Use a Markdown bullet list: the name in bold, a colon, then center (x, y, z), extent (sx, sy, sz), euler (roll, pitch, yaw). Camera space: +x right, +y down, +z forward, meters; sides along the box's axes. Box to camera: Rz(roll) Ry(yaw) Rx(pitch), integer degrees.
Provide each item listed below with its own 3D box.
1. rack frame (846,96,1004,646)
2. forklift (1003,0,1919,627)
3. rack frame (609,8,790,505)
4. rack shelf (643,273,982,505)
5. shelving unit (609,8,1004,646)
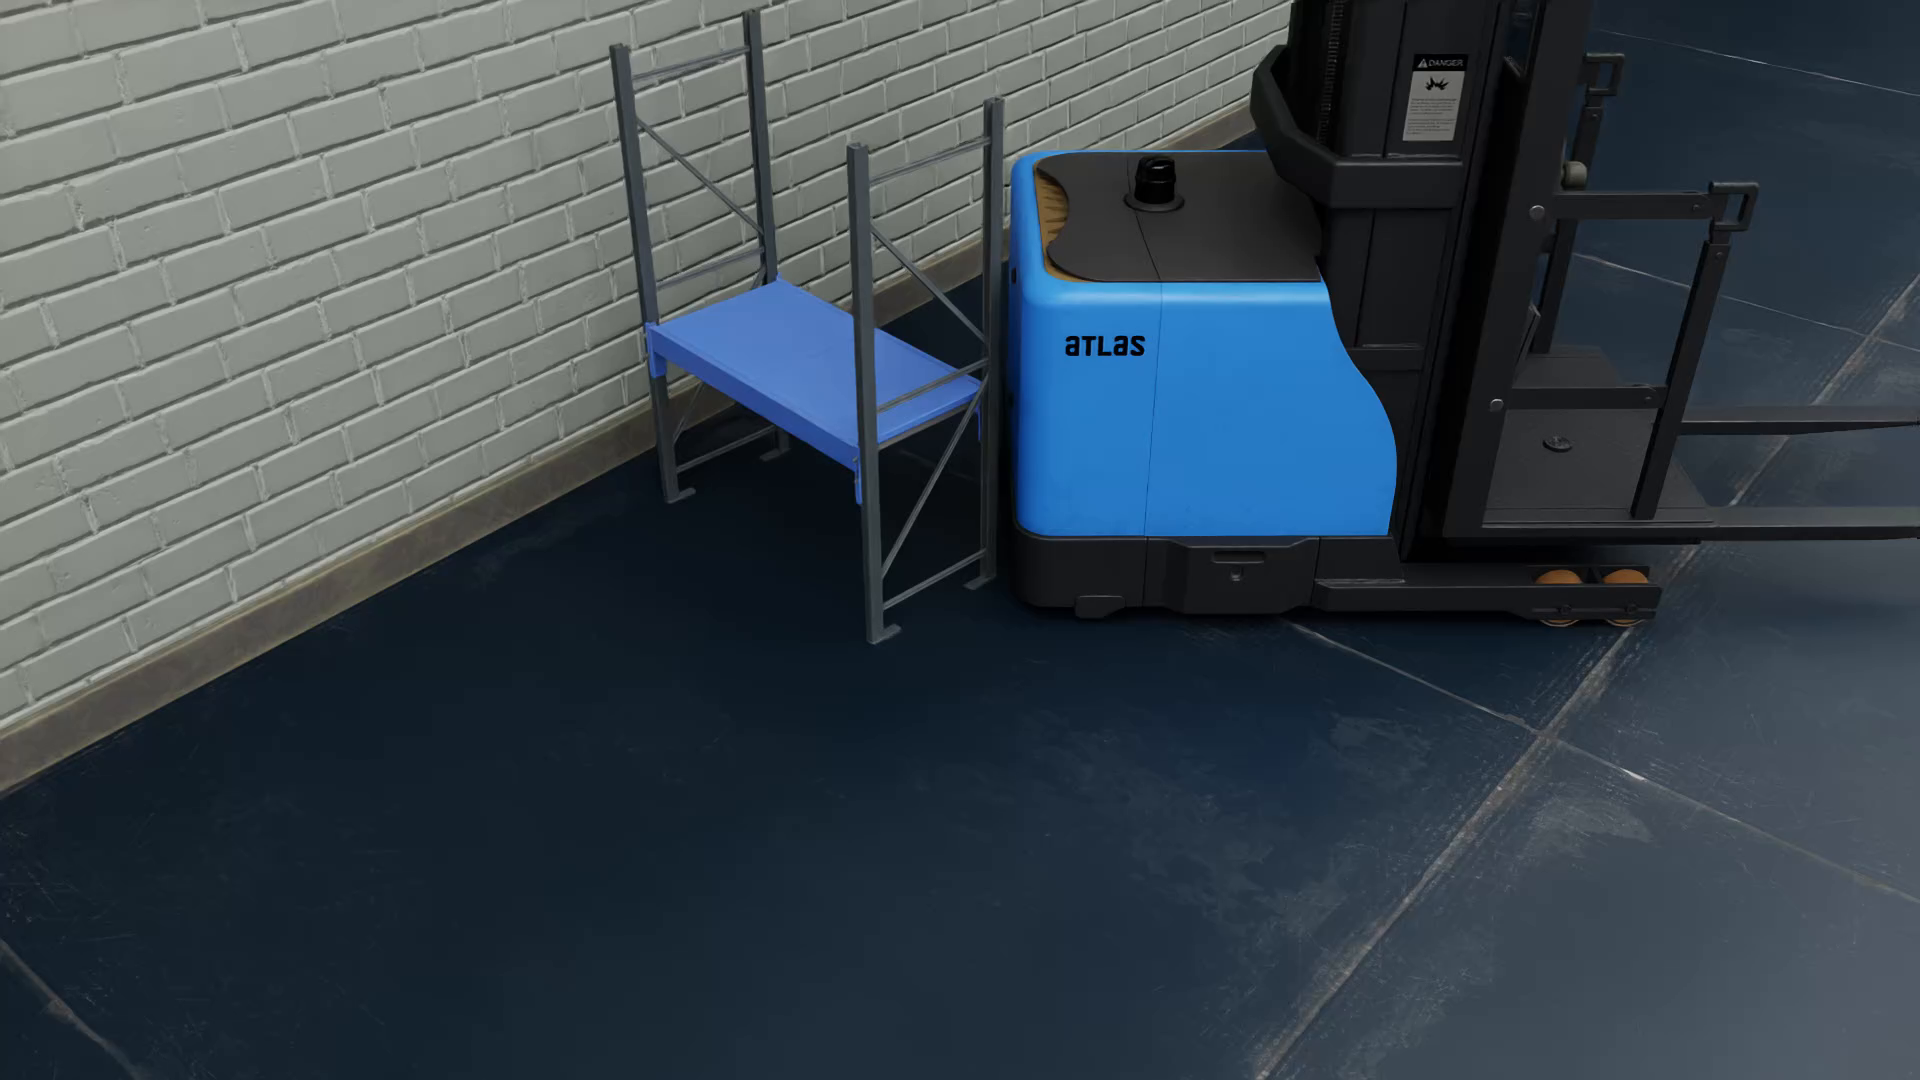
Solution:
- **rack frame**: center (-0.080, -0.415, 4.530), extent (0.500, 1.500, 0.032), euler (-28, 43, -34)
- **forklift**: center (1.662, -1.256, 4.490), extent (3.031, 2.935, 1.130), euler (0, 34, 0)
- **rack frame**: center (-0.776, -0.835, 5.140), extent (0.500, 1.500, 0.032), euler (-28, 43, -34)
- **rack shelf**: center (-0.428, -0.477, 4.937), extent (0.538, 0.185, 1.000), euler (-28, 43, -34)
- **shelving unit**: center (-0.428, -0.625, 4.835), extent (0.538, 1.500, 1.048), euler (-28, 43, -34)
